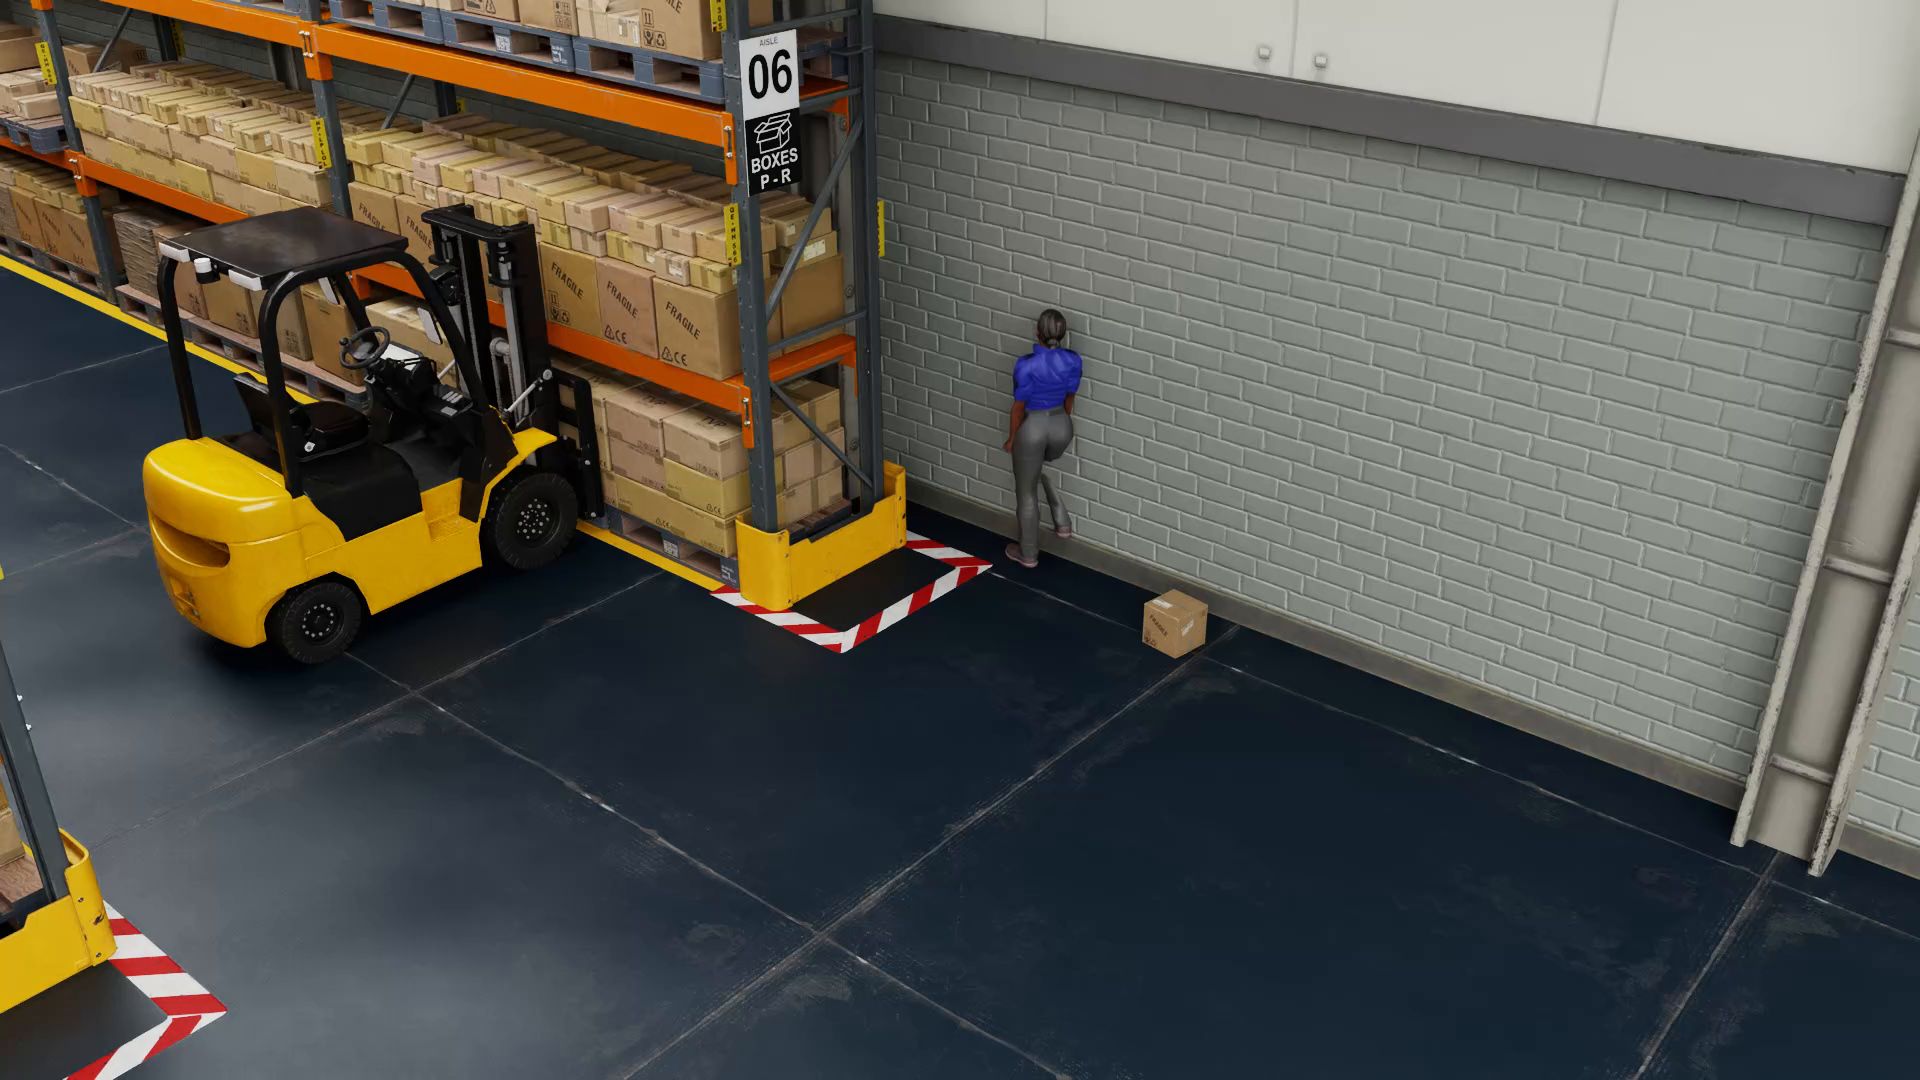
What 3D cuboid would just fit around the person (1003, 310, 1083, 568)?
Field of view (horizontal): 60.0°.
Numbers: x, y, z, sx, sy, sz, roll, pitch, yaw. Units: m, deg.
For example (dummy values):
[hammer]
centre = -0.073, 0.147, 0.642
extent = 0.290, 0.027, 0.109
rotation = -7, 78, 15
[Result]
[person]
centre = 0.483, -0.629, 9.850
extent = 0.448, 1.638, 0.521
rotation = -10, 29, -19
